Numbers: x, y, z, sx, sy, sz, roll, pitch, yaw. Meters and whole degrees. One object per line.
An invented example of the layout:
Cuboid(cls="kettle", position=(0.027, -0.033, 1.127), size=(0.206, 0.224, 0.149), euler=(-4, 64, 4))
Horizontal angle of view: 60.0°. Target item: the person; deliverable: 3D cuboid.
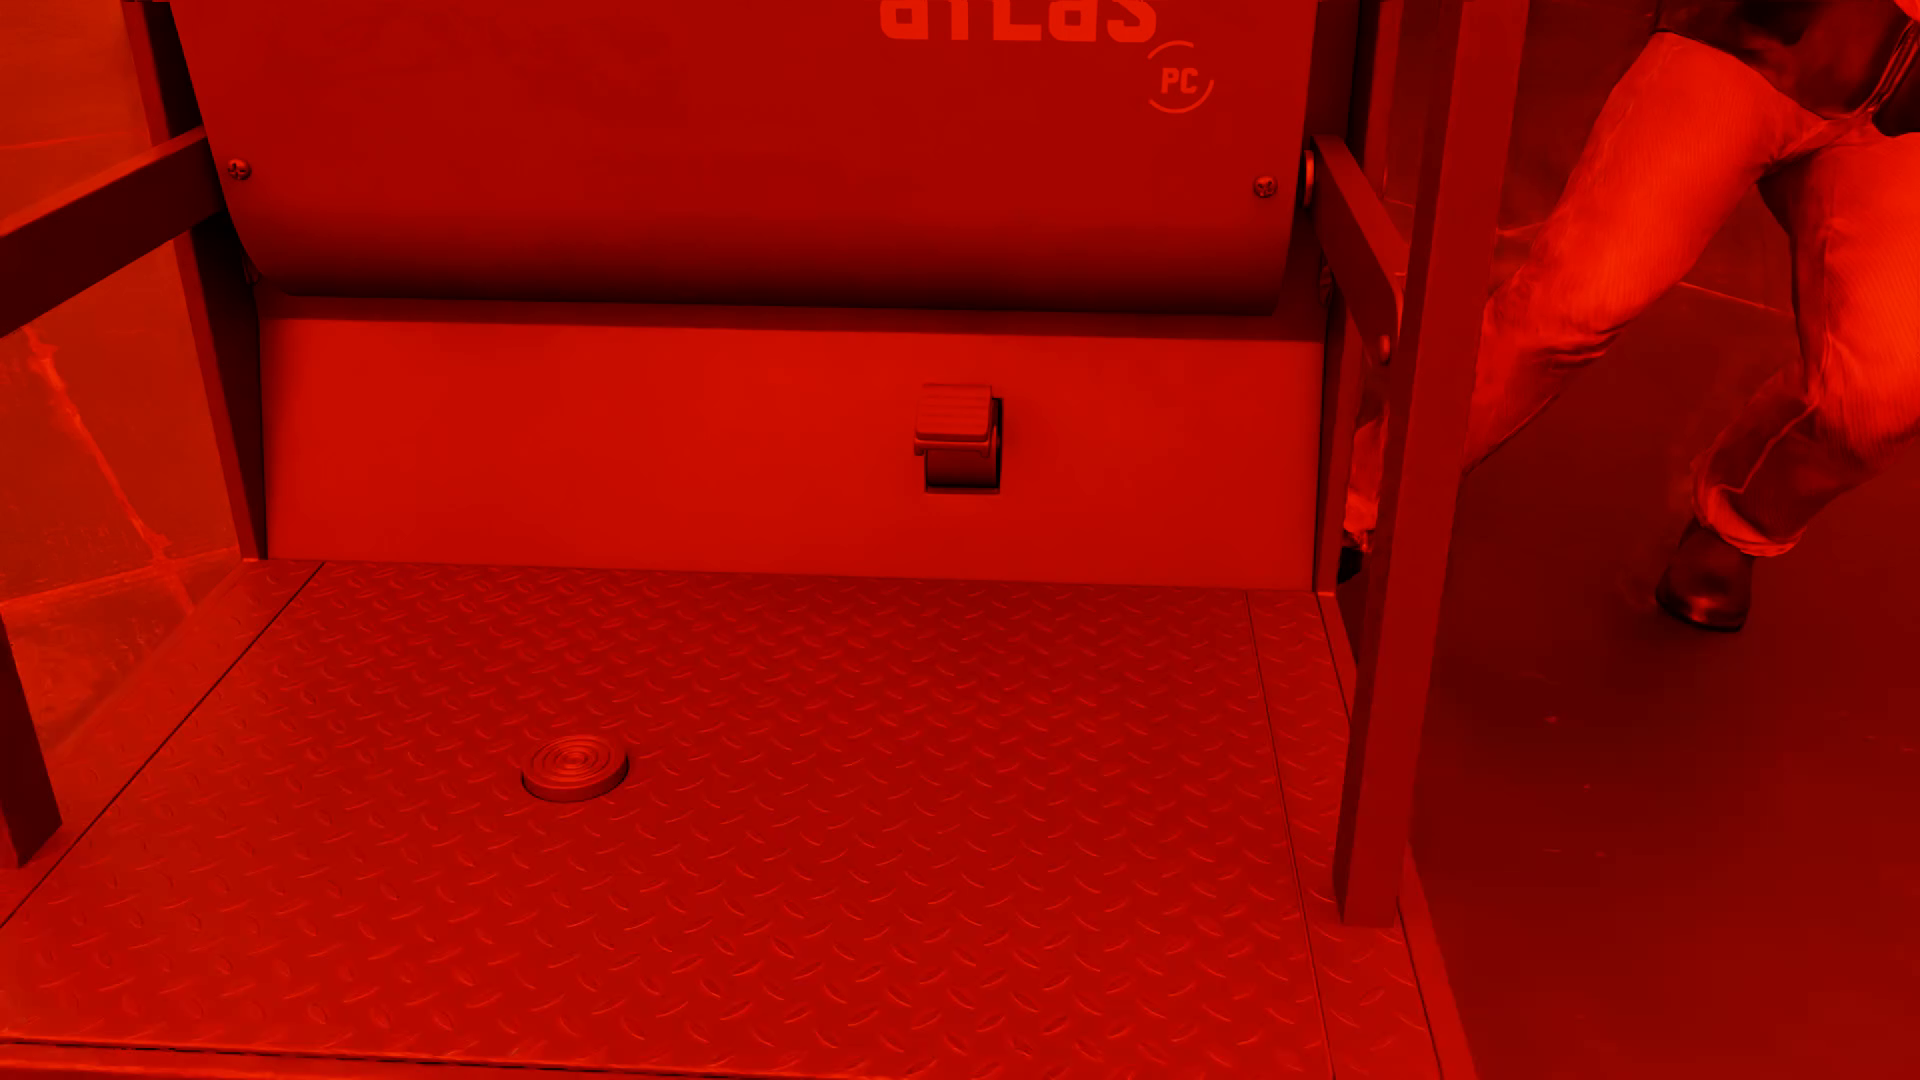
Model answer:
Cuboid(cls="person", position=(1.055, -0.521, 1.923), size=(1.523, 1.455, 0.785), euler=(1, 27, 2))

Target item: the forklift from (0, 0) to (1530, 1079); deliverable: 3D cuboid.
Cuboid(cls="forklift", position=(-0.191, -0.863, 0.952), size=(1.130, 2.935, 3.031), euler=(2, 27, 3))
